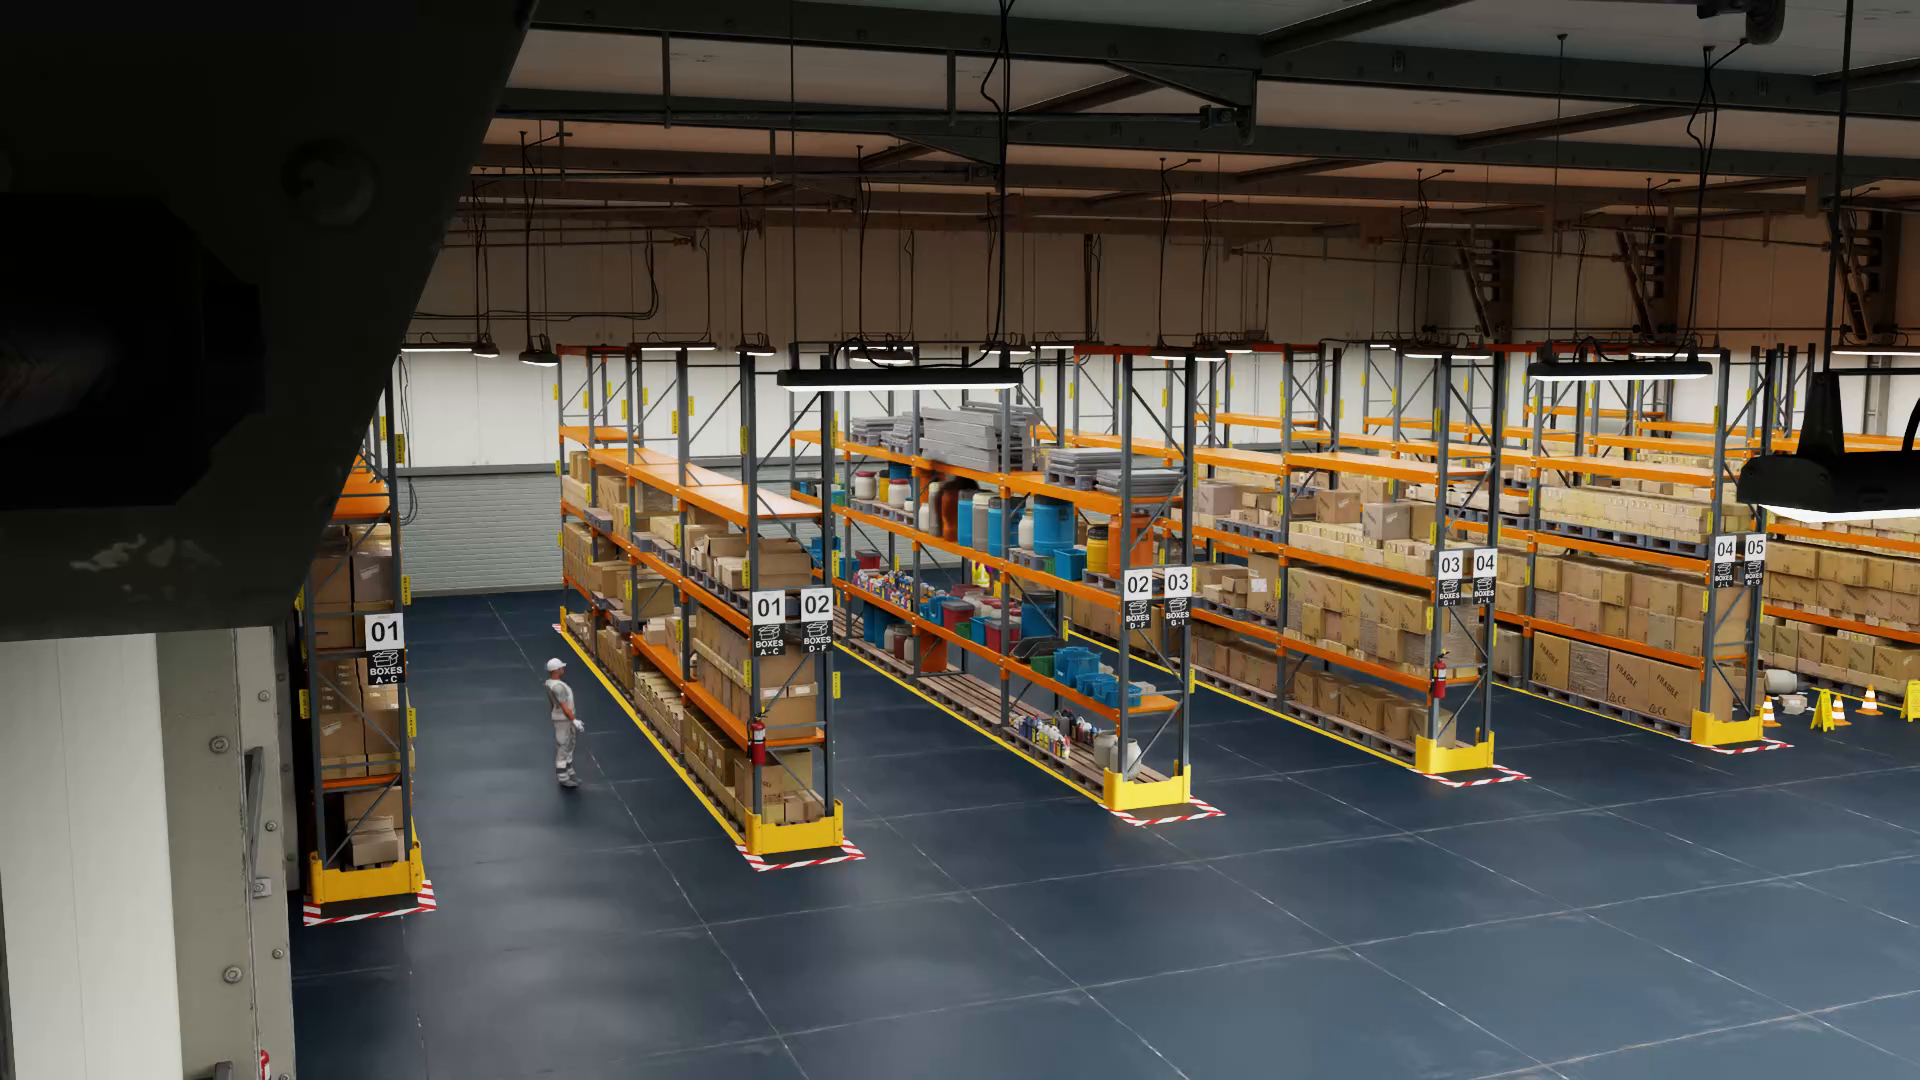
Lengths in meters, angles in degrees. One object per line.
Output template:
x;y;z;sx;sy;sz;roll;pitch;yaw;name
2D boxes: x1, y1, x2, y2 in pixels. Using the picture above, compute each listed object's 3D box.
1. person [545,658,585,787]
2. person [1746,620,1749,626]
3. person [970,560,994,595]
-5.468;2.529;23.114;0.593;1.822;0.633;0;7;0;person
16.772;1.019;35.293;0.534;1.718;0.659;-5;9;-35;person
0.445;1.004;34.974;0.370;1.768;0.604;-7;10;-43;person
